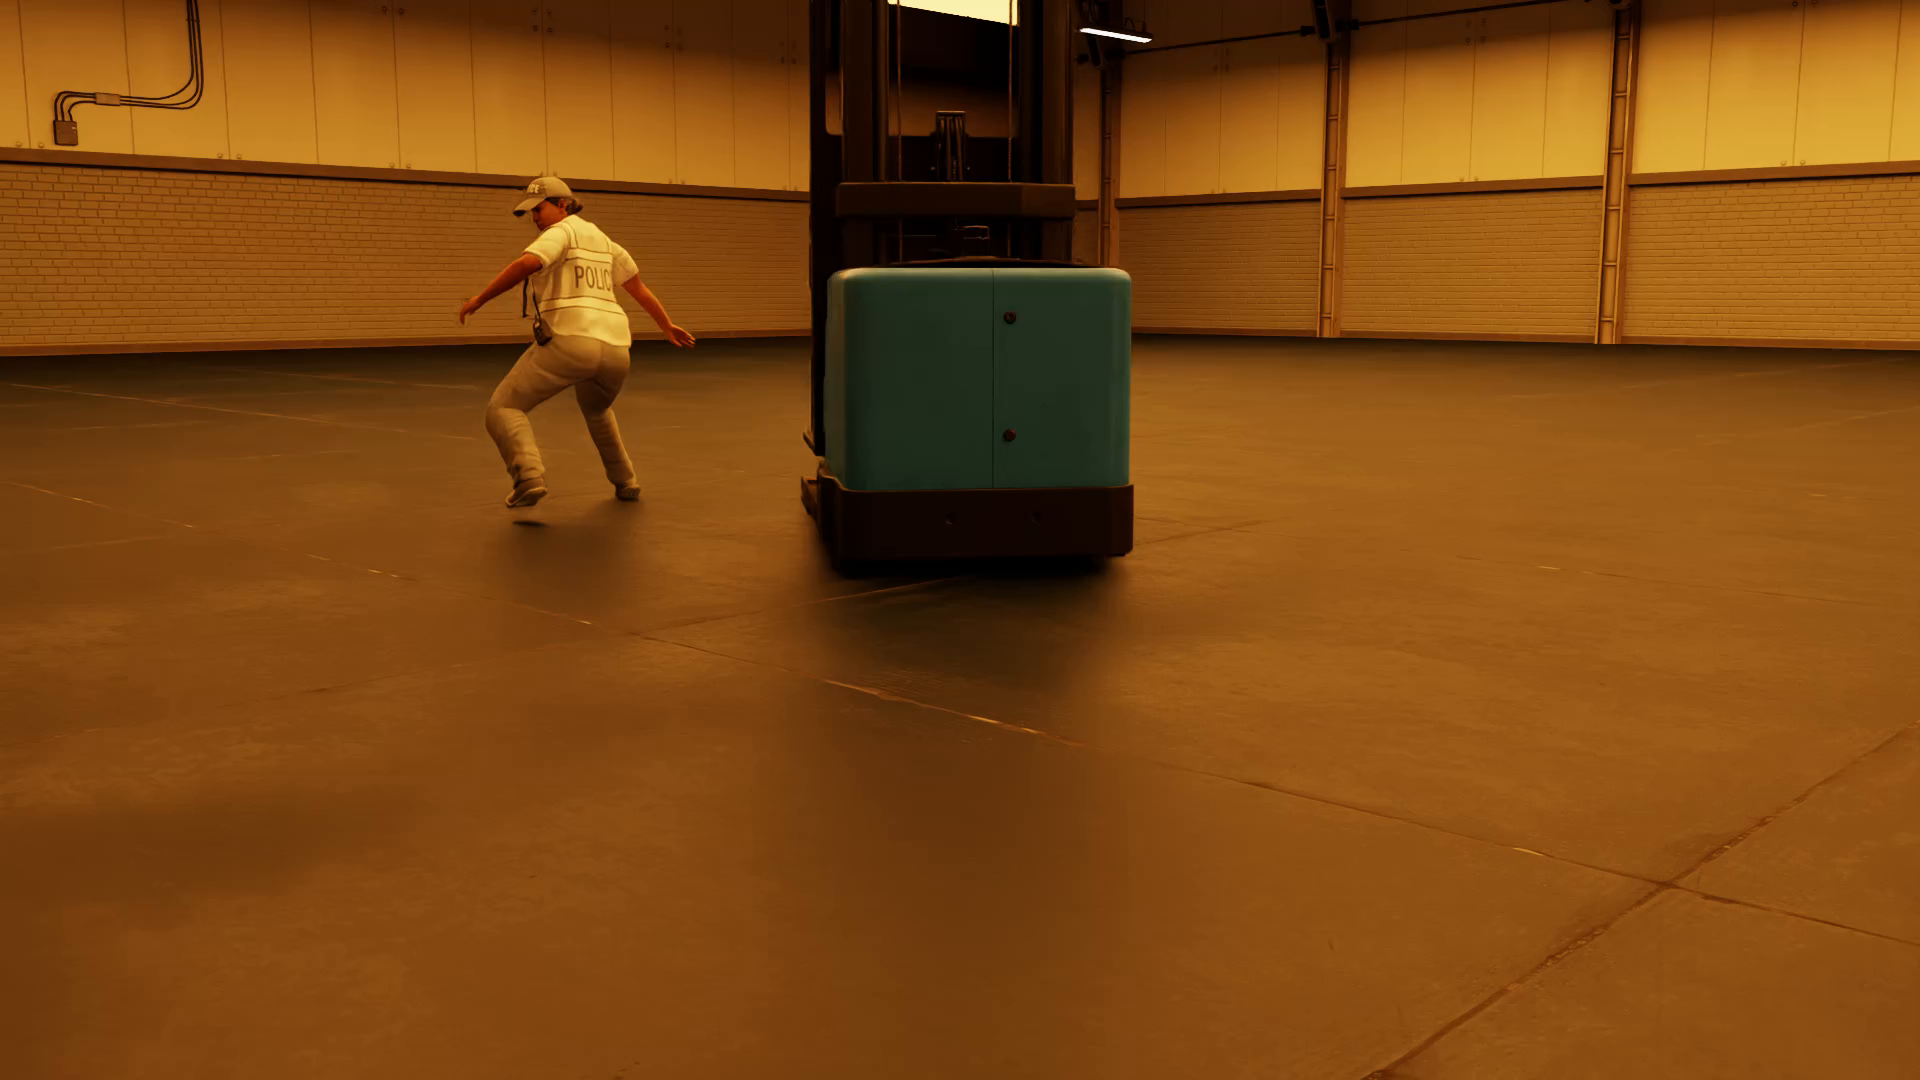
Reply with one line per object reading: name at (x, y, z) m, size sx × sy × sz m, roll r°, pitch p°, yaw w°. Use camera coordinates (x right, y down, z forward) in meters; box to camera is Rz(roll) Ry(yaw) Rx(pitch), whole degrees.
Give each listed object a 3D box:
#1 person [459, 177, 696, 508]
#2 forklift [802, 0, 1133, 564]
person at (-1.742, -0.847, 7.613) m, size 0.539 × 1.602 × 1.091 m, roll 6°, pitch 10°, yaw 33°
forklift at (-0.115, -1.541, 7.107) m, size 1.130 × 2.935 × 3.031 m, roll -1°, pitch 9°, yaw -9°
